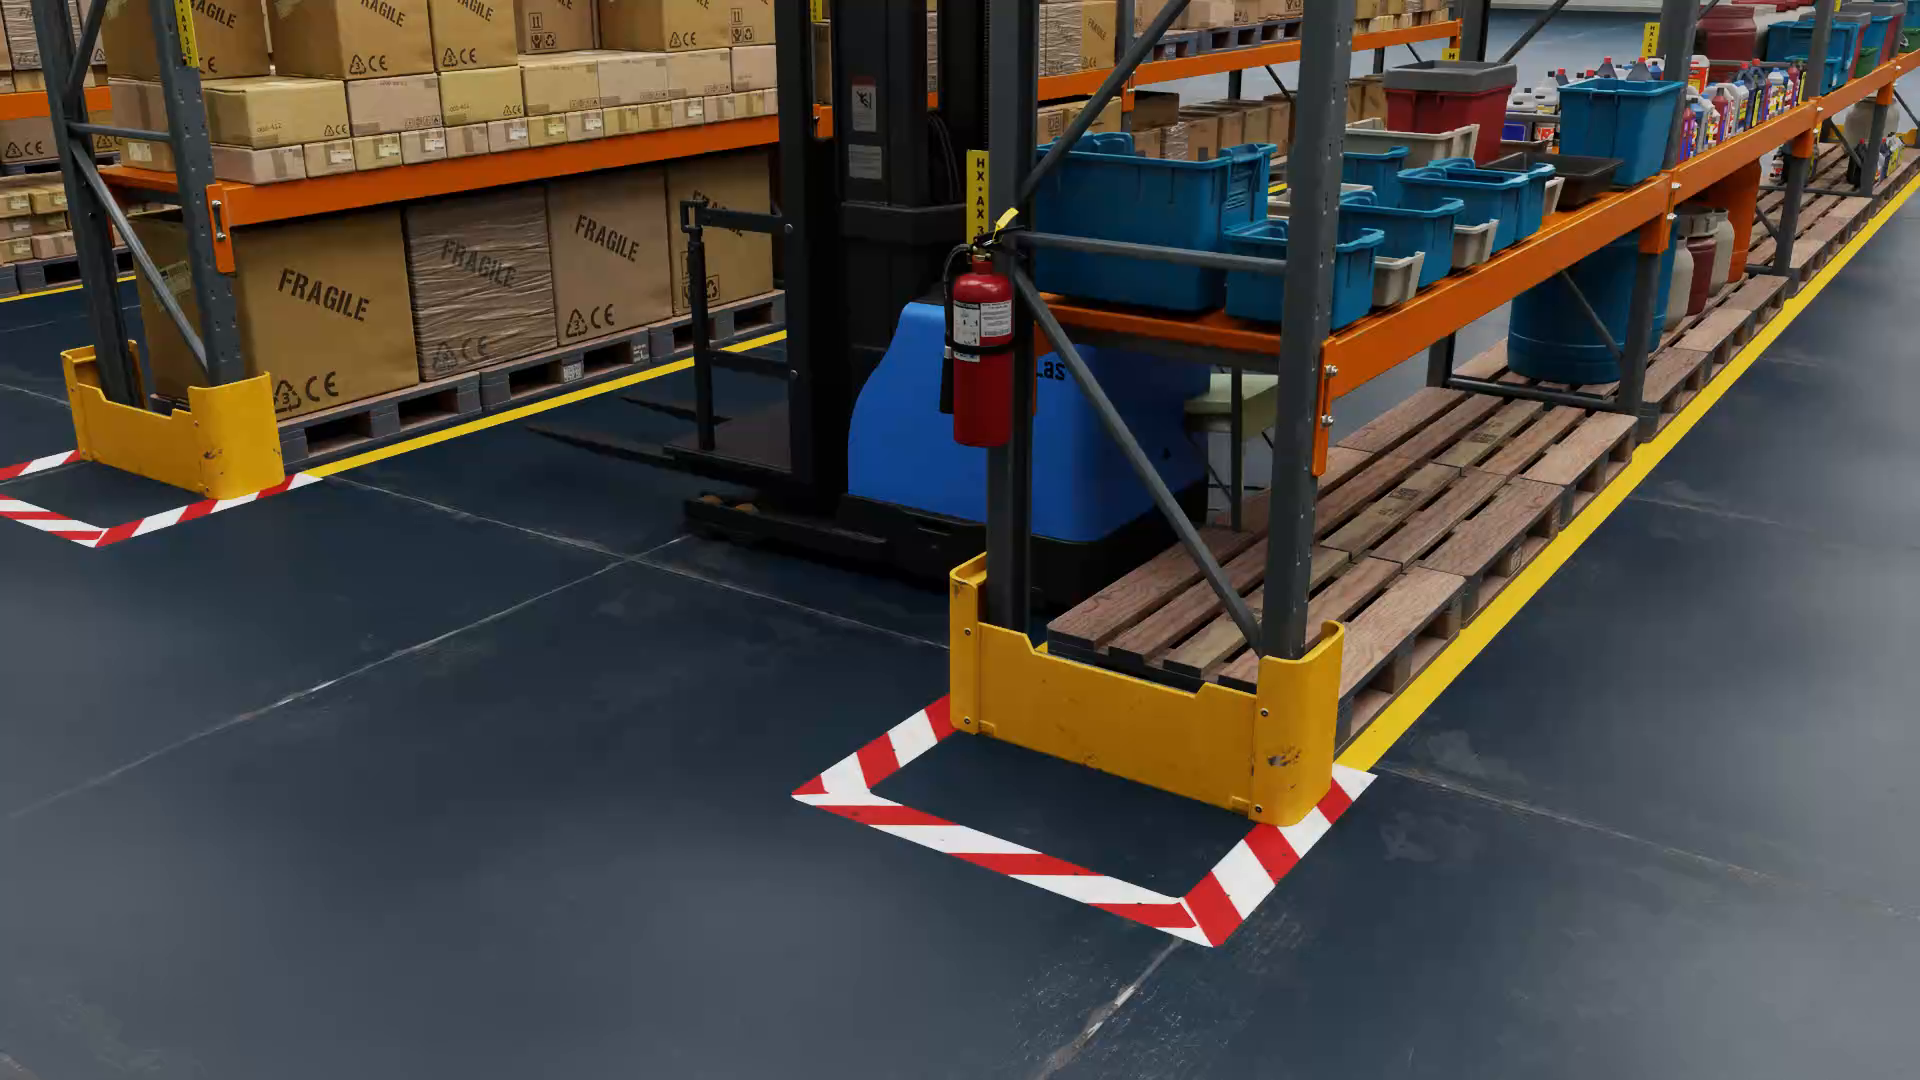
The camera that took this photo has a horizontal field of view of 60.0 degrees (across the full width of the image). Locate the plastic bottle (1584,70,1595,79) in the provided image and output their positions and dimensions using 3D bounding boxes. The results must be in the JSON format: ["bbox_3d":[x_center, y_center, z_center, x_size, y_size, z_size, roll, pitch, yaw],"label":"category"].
[{"bbox_3d":[3.244,-2.251,8.599,0.144,0.351,0.185,13,24,32],"label":"plastic bottle"}]

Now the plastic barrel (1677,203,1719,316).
[{"bbox_3d":[4.127,-1.668,9.821,0.600,0.588,0.708,13,24,32],"label":"plastic barrel"}]

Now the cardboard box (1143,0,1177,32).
[{"bbox_3d":[1.428,-4.622,14.187,0.700,0.500,0.500,18,27,40],"label":"cardboard box"}]

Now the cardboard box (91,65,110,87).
[{"bbox_3d":[-6.069,-3.263,11.625,0.380,0.149,0.250,13,24,31],"label":"cardboard box"}]

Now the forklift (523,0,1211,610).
[{"bbox_3d":[-0.528,-1.494,6.578,3.031,2.935,1.130,13,24,31],"label":"forklift"}]

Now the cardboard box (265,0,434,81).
[{"bbox_3d":[-2.796,-2.390,7.608,0.500,0.500,0.500,13,24,31],"label":"cardboard box"}]

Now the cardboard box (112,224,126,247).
[{"bbox_3d":[-6.090,-2.207,11.911,0.380,0.149,0.250,14,24,33],"label":"cardboard box"}]

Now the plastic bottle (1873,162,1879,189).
[{"bbox_3d":[7.813,-3.150,14.256,0.097,0.271,0.097,0,20,0],"label":"plastic bottle"}]

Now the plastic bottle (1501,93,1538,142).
[{"bbox_3d":[2.729,-2.040,8.135,0.152,0.276,0.135,13,24,32],"label":"plastic bottle"}]

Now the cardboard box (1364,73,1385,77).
[{"bbox_3d":[5.059,-5.180,19.442,0.500,0.500,0.500,19,28,42],"label":"cardboard box"}]

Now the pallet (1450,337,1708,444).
[{"bbox_3d":[3.243,-0.828,8.698,1.003,0.211,1.213,13,24,32],"label":"pallet"}]

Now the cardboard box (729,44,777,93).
[{"bbox_3d":[-1.353,-2.779,9.742,0.500,0.250,0.500,13,24,31],"label":"cardboard box"}]

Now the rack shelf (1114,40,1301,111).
[{"bbox_3d":[2.051,-4.272,15.028,1.077,0.370,4.000,13,24,32],"label":"rack shelf"}]

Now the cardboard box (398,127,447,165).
[{"bbox_3d":[-2.665,-1.883,7.893,0.380,0.149,0.250,13,24,31],"label":"cardboard box"}]

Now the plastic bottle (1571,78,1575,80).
[{"bbox_3d":[3.293,-2.328,8.914,0.152,0.276,0.135,13,24,32],"label":"plastic bottle"}]

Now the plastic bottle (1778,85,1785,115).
[{"bbox_3d":[4.775,-2.598,9.751,0.097,0.201,0.097,0,20,0],"label":"plastic bottle"}]

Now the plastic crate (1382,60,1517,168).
[{"bbox_3d":[2.065,-1.773,7.056,0.402,0.464,0.583,13,24,32],"label":"plastic crate"}]

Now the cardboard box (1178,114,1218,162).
[{"bbox_3d":[1.901,-3.591,15.120,0.700,0.500,0.500,16,25,36],"label":"cardboard box"}]

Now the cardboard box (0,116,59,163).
[{"bbox_3d":[-9.235,-4.215,16.293,0.875,0.875,0.875,14,25,33],"label":"cardboard box"}]

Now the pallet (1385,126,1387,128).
[{"bbox_3d":[4.895,-4.775,19.370,1.003,0.211,1.213,13,24,32],"label":"pallet"}]

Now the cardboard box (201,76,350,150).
[{"bbox_3d":[-3.077,-1.895,7.351,0.500,0.250,0.500,13,24,30],"label":"cardboard box"}]

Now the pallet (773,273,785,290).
[{"bbox_3d":[-0.950,-1.816,11.371,1.003,0.211,1.213,13,24,32],"label":"pallet"}]

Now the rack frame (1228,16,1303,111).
[{"bbox_3d":[3.175,-5.183,16.454,1.000,3.000,0.127,13,24,32],"label":"rack frame"}]

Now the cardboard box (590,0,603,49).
[{"bbox_3d":[-2.086,-3.082,9.479,0.500,0.500,0.500,13,24,32],"label":"cardboard box"}]

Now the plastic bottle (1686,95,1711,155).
[{"bbox_3d":[3.556,-2.027,8.101,0.152,0.276,0.135,13,24,32],"label":"plastic bottle"}]

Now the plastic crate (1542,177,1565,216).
[{"bbox_3d":[2.044,-1.268,6.164,0.293,0.136,0.466,13,24,32],"label":"plastic crate"}]

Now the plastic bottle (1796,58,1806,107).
[{"bbox_3d":[5.149,-2.816,10.222,0.061,0.283,0.133,13,24,32],"label":"plastic bottle"}]

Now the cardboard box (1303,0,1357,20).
[{"bbox_3d":[3.480,-5.487,16.702,0.875,0.500,0.500,13,24,32],"label":"cardboard box"}]

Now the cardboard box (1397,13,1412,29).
[{"bbox_3d":[4.678,-5.640,18.052,0.380,0.149,0.250,13,24,32],"label":"cardboard box"}]

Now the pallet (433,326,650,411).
[{"bbox_3d":[-2.499,-1.026,9.234,1.003,0.211,1.213,13,24,32],"label":"pallet"}]

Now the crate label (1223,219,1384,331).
[{"bbox_3d":[0.937,-0.731,4.571,0.416,0.233,0.303,13,24,32],"label":"crate label"}]

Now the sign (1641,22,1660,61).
[{"bbox_3d":[4.564,-3.252,10.997,0.100,0.325,0.005,13,24,32],"label":"sign"}]

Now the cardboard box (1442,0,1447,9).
[{"bbox_3d":[5.092,-6.365,19.076,0.875,0.500,0.500,13,24,32],"label":"cardboard box"}]

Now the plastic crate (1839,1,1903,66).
[{"bbox_3d":[7.253,-4.049,13.295,0.402,0.464,0.583,13,24,32],"label":"plastic crate"}]

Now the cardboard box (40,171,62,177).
[{"bbox_3d":[-6.461,-2.584,12.075,0.380,0.149,0.250,12,24,30],"label":"cardboard box"}]

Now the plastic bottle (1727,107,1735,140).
[{"bbox_3d":[3.958,-2.181,8.624,0.097,0.201,0.097,0,20,0],"label":"plastic bottle"}]

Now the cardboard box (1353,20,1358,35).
[{"bbox_3d":[3.814,-5.215,16.902,0.380,0.149,0.250,13,24,32],"label":"cardboard box"}]

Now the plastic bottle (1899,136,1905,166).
[{"bbox_3d":[8.800,-3.648,15.585,0.061,0.283,0.133,14,24,33],"label":"plastic bottle"}]

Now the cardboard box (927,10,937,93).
[{"bbox_3d":[-0.293,-3.306,11.235,0.500,0.500,0.500,13,24,31],"label":"cardboard box"}]

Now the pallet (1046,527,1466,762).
[{"bbox_3d":[1.022,0.304,5.638,1.003,0.211,1.213,13,24,32],"label":"pallet"}]

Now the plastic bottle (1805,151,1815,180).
[{"bbox_3d":[7.515,-3.394,14.802,0.144,0.351,0.185,13,24,32],"label":"plastic bottle"}]

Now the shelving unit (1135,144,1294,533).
[{"bbox_3d":[1.012,-0.766,6.498,0.431,1.500,0.755,4,15,26],"label":"shelving unit"}]

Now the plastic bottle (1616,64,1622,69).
[{"bbox_3d":[3.825,-2.631,9.723,0.061,0.283,0.133,13,24,32],"label":"plastic bottle"}]

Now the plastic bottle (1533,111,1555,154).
[{"bbox_3d":[2.842,-1.986,8.097,0.097,0.201,0.097,0,20,0],"label":"plastic bottle"}]

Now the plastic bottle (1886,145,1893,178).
[{"bbox_3d":[8.302,-3.394,14.898,0.061,0.283,0.133,15,25,34],"label":"plastic bottle"}]

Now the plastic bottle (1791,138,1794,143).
[{"bbox_3d":[7.503,-3.477,15.027,0.144,0.351,0.185,12,23,29],"label":"plastic bottle"}]

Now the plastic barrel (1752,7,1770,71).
[{"bbox_3d":[5.425,-3.459,11.631,0.421,0.512,0.421,0,20,0],"label":"plastic barrel"}]

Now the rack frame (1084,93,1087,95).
[{"bbox_3d":[1.379,-7.327,22.250,1.000,3.000,0.127,13,24,32],"label":"rack frame"}]

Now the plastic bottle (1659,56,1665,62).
[{"bbox_3d":[4.425,-2.920,10.522,0.097,0.271,0.097,0,20,0],"label":"plastic bottle"}]

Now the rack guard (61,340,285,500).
[{"bbox_3d":[-3.584,-0.561,7.561,1.175,0.500,0.348,13,24,32],"label":"rack guard"}]

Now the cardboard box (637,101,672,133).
[{"bbox_3d":[-1.800,-2.323,9.085,0.380,0.149,0.250,14,24,33],"label":"cardboard box"}]
